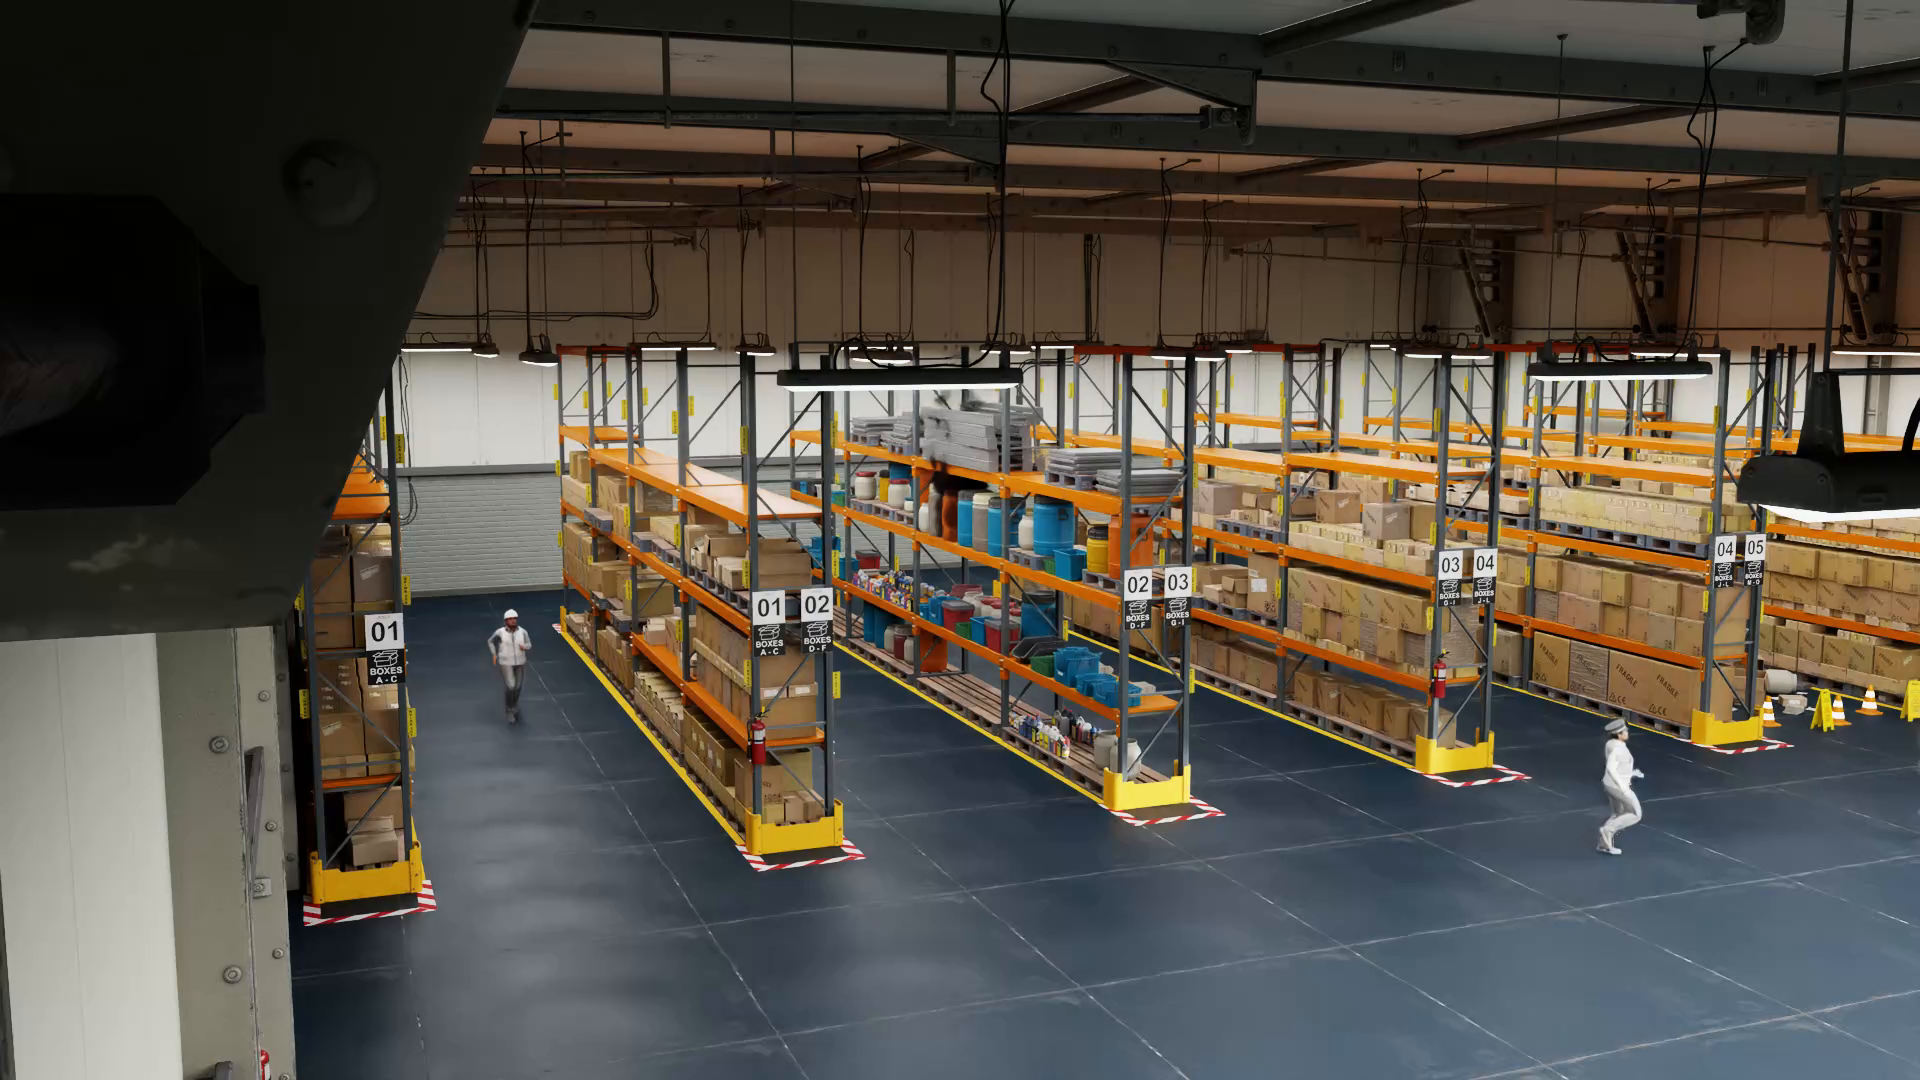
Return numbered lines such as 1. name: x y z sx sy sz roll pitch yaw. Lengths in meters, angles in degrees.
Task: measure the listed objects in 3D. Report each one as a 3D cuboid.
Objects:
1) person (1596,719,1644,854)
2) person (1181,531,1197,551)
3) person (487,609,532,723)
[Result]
1. person: 7.985 2.973 20.054 0.535 1.659 0.605 1 7 5
2. person: 5.622 0.204 41.725 0.551 1.725 0.970 -1 7 -5
3. person: -7.265 2.038 26.973 0.624 1.831 0.752 -5 9 -34
